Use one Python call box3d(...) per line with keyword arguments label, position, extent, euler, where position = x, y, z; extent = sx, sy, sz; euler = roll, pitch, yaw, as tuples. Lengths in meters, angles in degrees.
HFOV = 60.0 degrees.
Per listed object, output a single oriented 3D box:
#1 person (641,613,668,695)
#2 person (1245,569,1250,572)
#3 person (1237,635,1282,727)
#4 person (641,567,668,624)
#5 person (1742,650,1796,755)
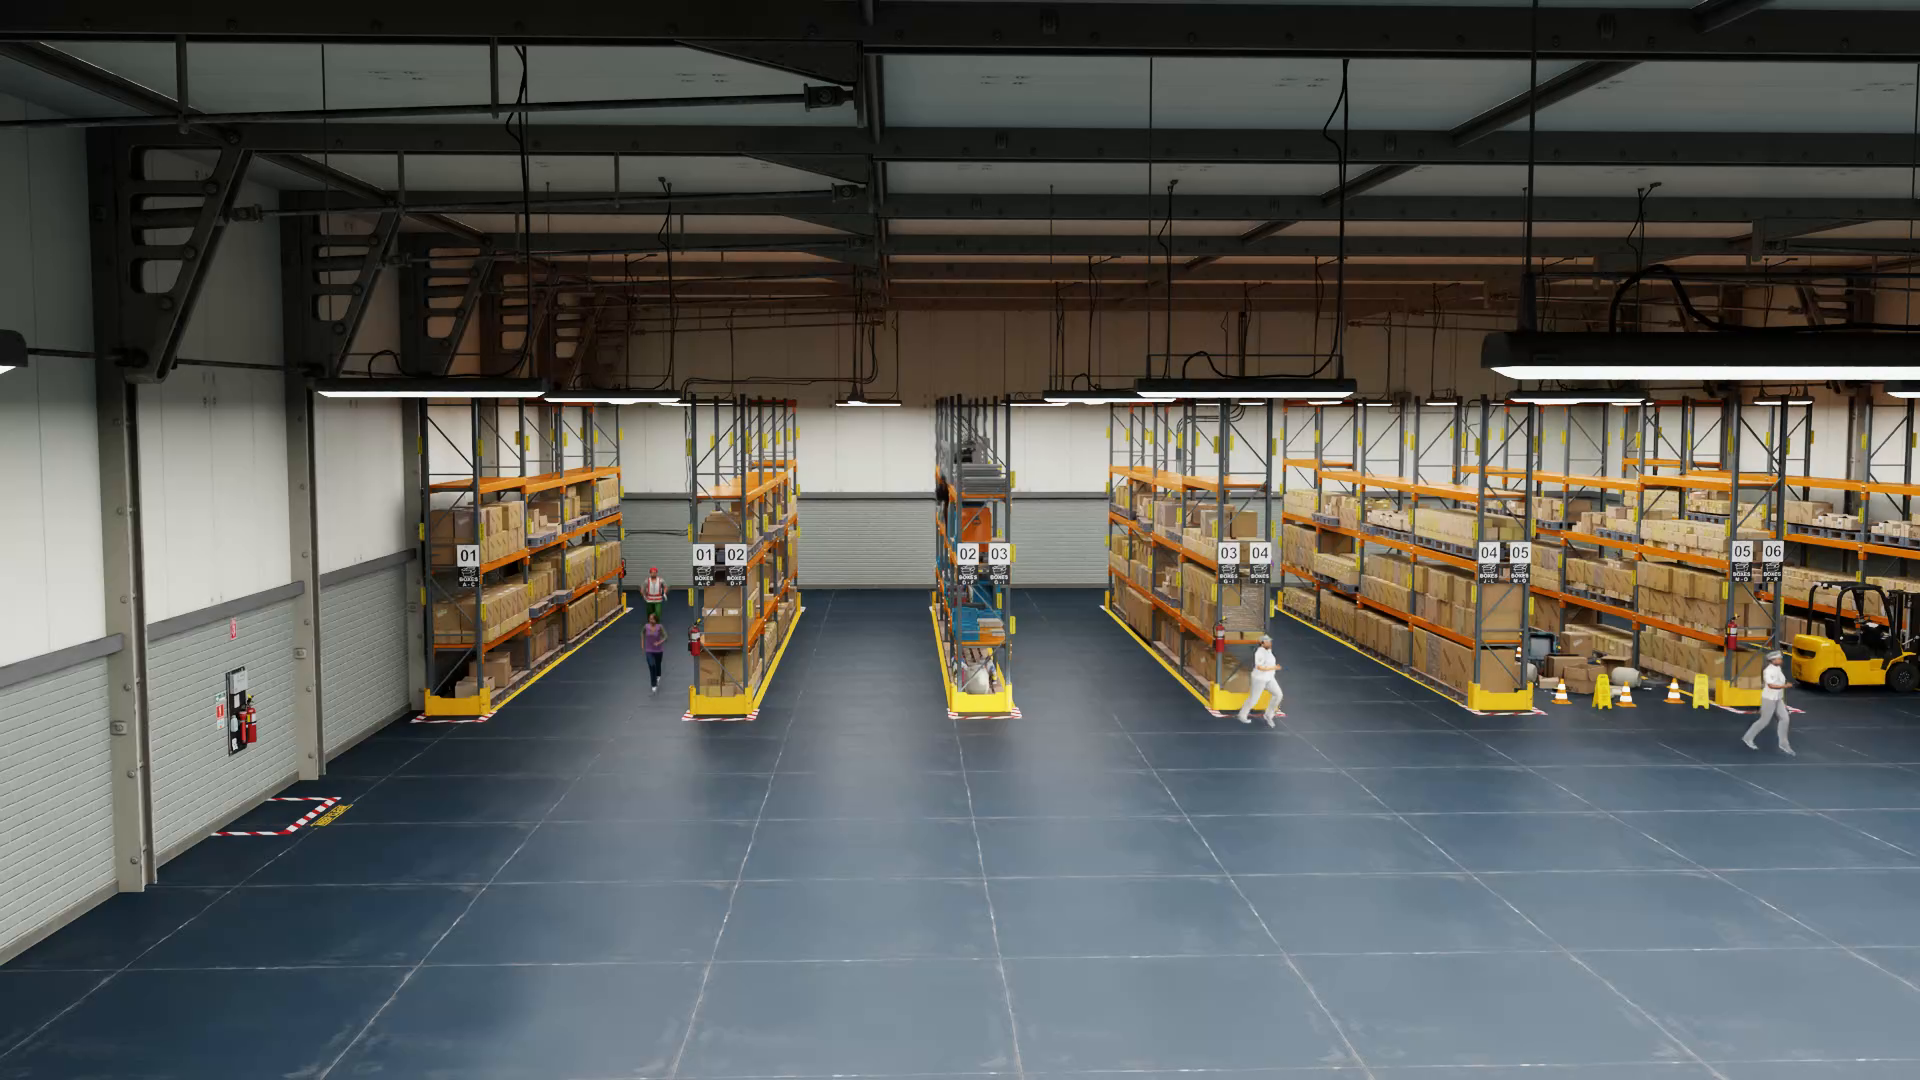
box3d(label="person", position=(-6.205, 2.271, 33.766), extent=(0.557, 1.597, 0.929), euler=(0, 5, -3))
box3d(label="person", position=(8.353, 1.095, 48.406), extent=(0.554, 1.677, 0.776), euler=(-3, 5, -34))
box3d(label="person", position=(5.459, 2.544, 30.010), extent=(0.854, 1.680, 0.611), euler=(4, 6, 41))
box3d(label="person", position=(-7.665, 1.556, 41.707), extent=(0.665, 1.767, 0.904), euler=(-1, 5, -11))
box3d(label="person", position=(13.505, 2.687, 27.725), extent=(0.805, 1.746, 0.603), euler=(4, 6, 43))
